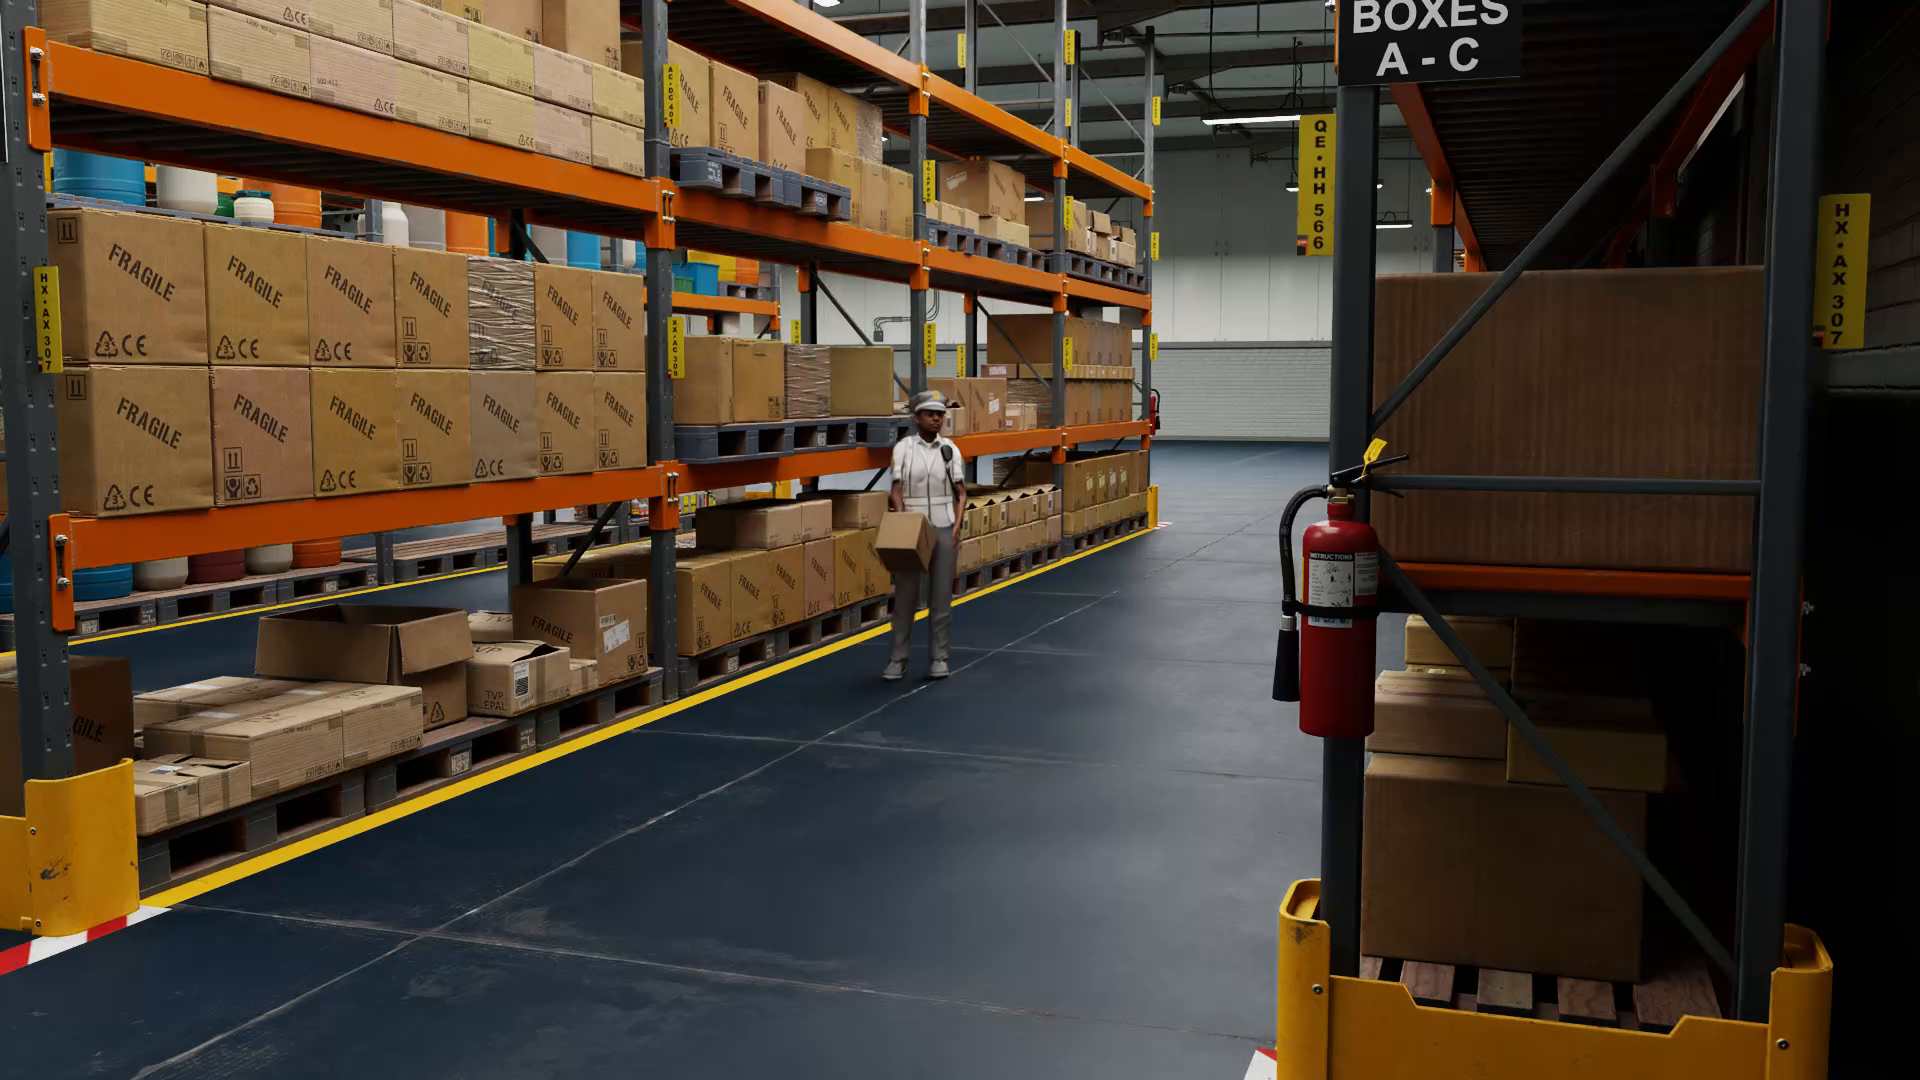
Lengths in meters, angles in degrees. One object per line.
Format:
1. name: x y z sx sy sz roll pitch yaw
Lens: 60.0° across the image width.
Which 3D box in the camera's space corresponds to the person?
1. person: -0.223 -0.032 9.890 0.542 1.689 0.475 -1 5 -12
